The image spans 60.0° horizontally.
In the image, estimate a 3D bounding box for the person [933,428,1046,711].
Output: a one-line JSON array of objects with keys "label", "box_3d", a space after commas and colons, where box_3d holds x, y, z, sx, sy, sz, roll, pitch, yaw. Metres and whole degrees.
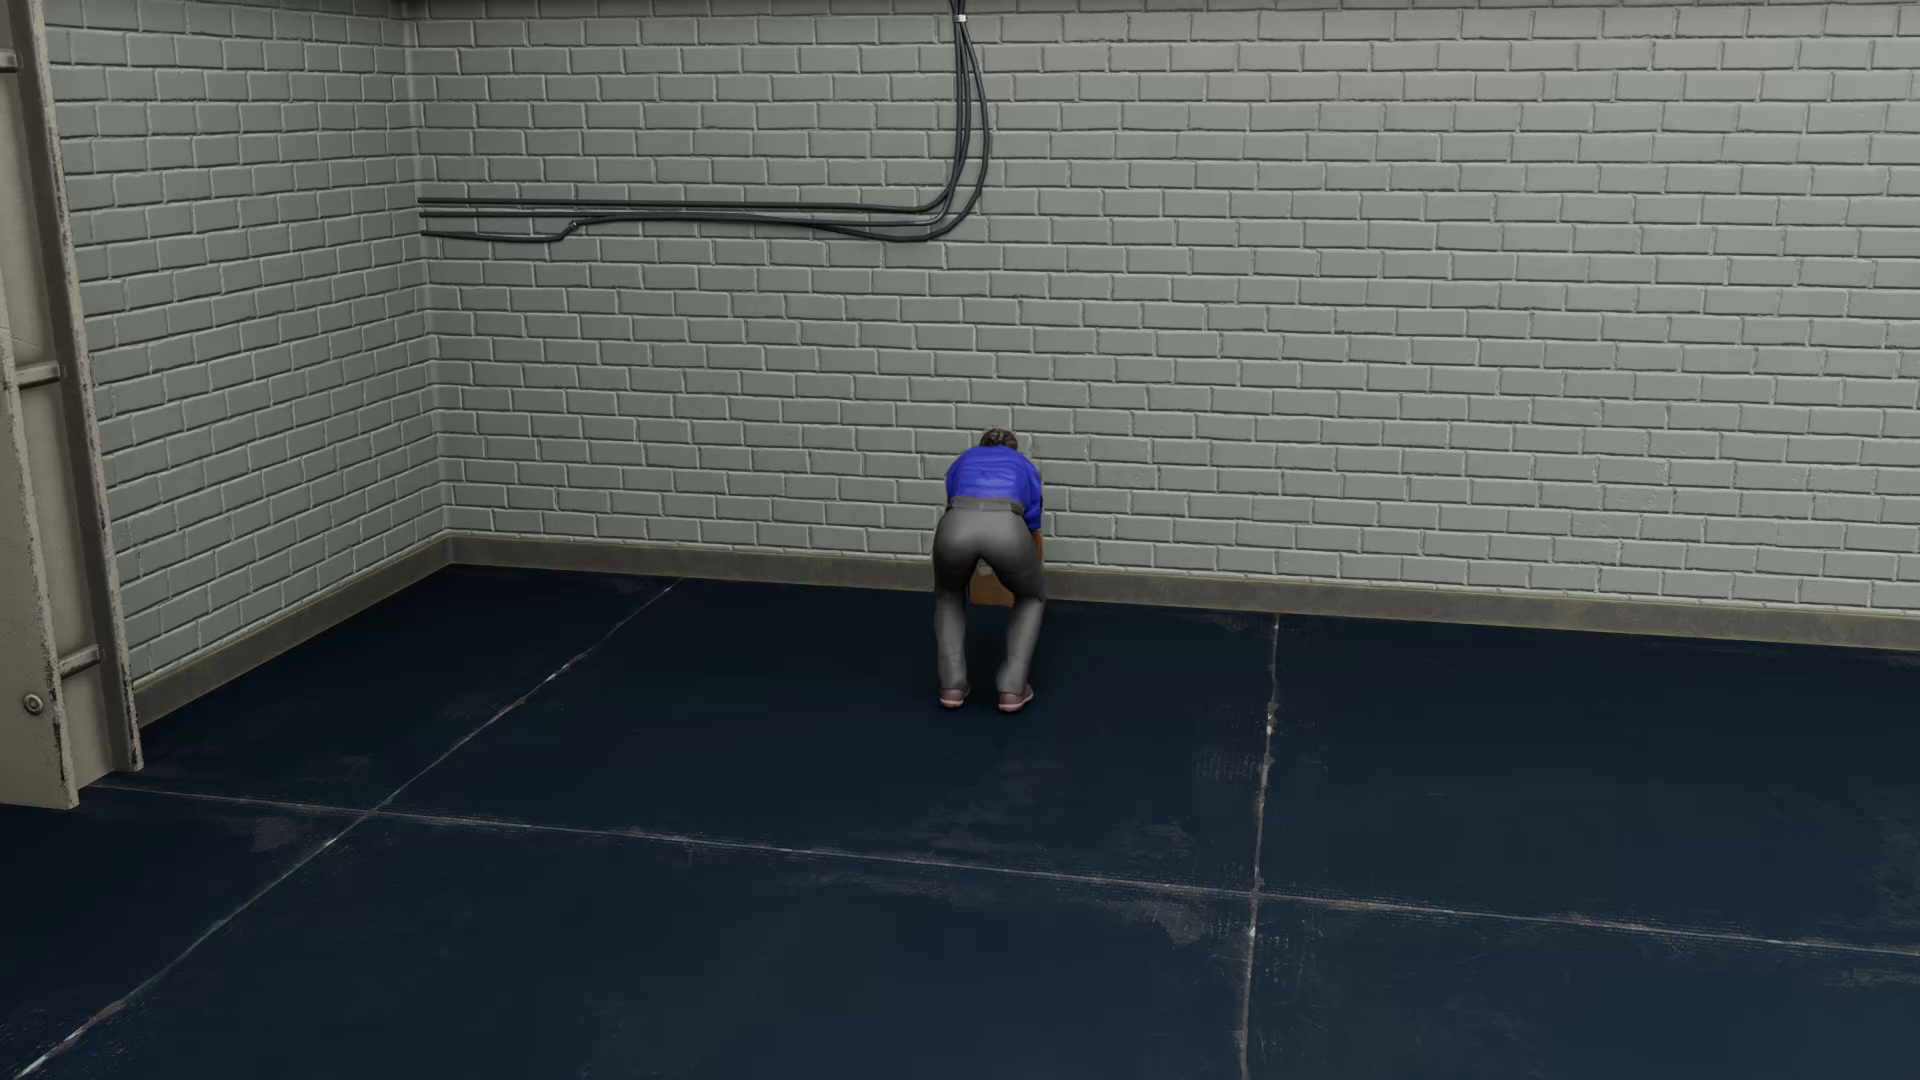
[{"label": "person", "box_3d": [0.128, 0.119, 6.813, 0.460, 1.030, 0.859, 2, 15, 8]}]
